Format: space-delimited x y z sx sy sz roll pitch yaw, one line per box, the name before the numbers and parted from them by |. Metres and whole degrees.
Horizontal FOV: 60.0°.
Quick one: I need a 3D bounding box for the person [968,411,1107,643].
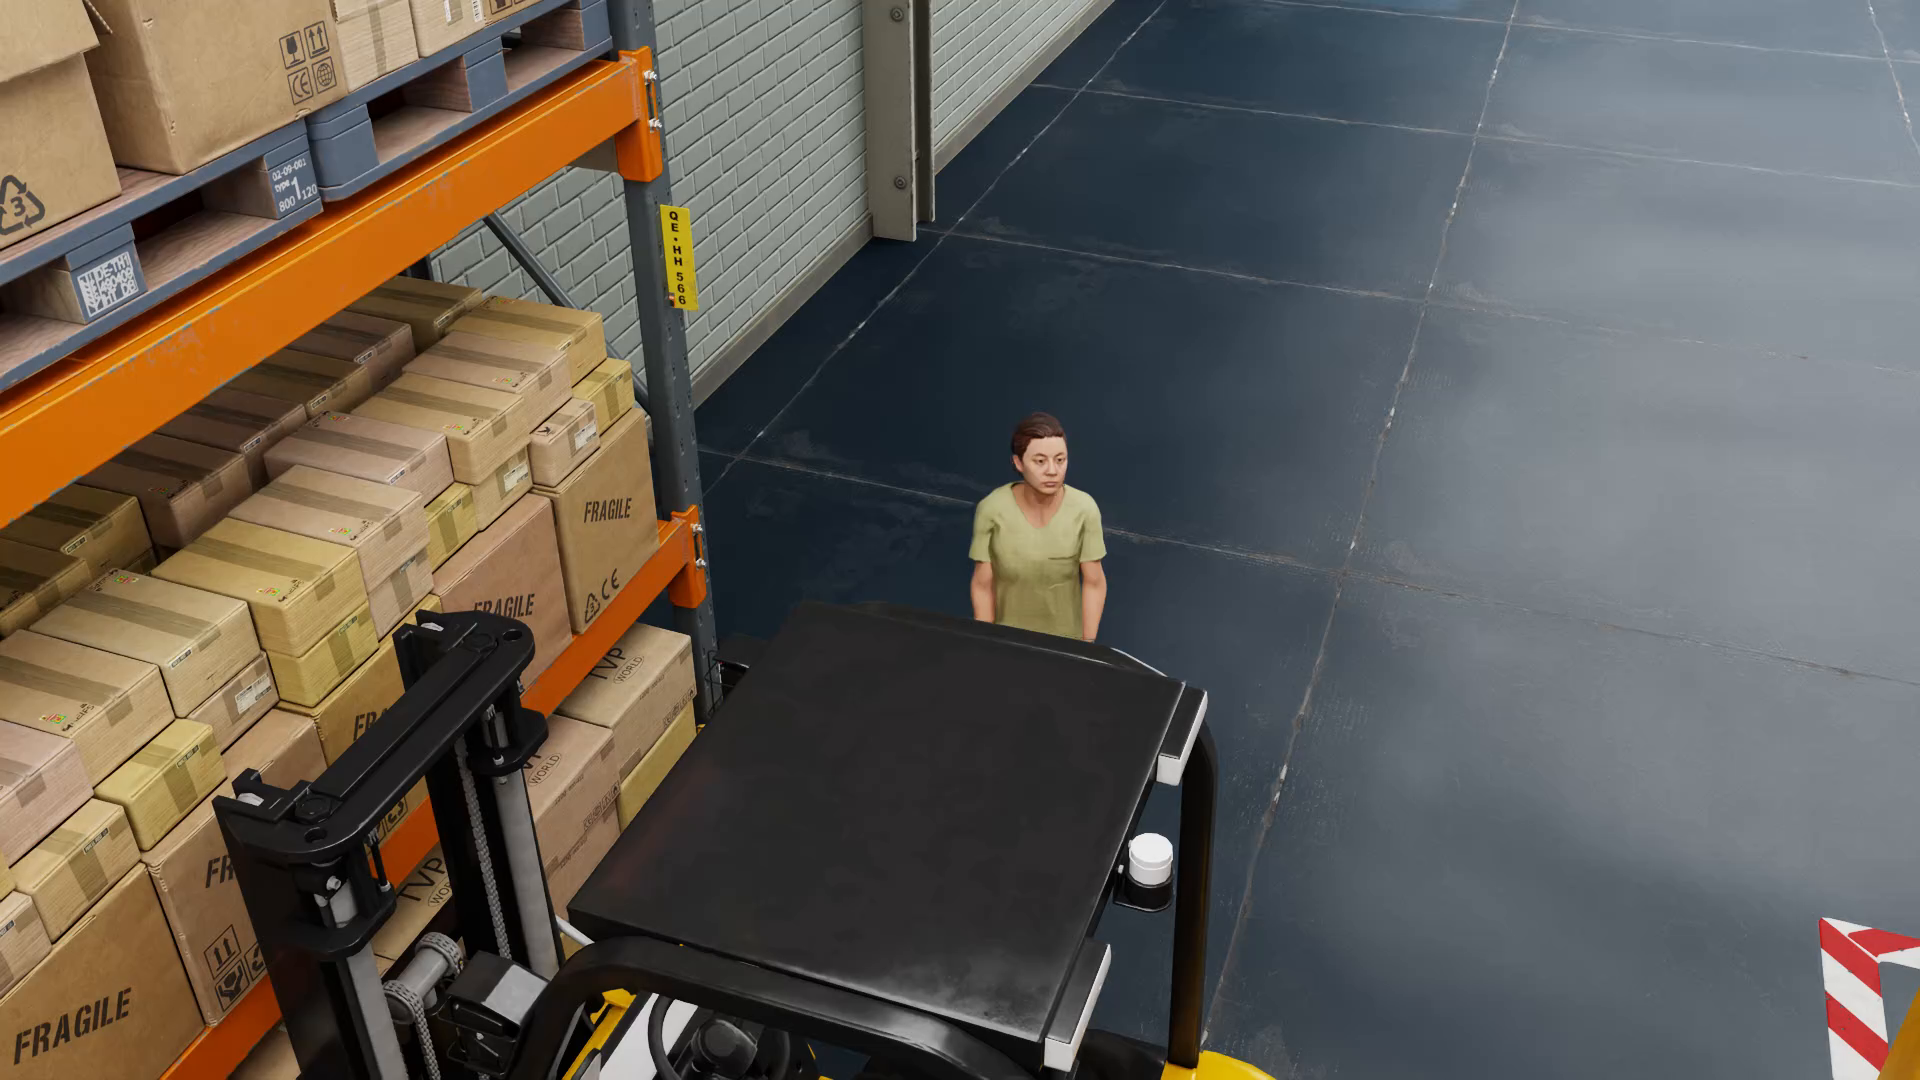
person | 0.224 0.371 5.568 0.516 1.676 0.494 -2 33 -3
